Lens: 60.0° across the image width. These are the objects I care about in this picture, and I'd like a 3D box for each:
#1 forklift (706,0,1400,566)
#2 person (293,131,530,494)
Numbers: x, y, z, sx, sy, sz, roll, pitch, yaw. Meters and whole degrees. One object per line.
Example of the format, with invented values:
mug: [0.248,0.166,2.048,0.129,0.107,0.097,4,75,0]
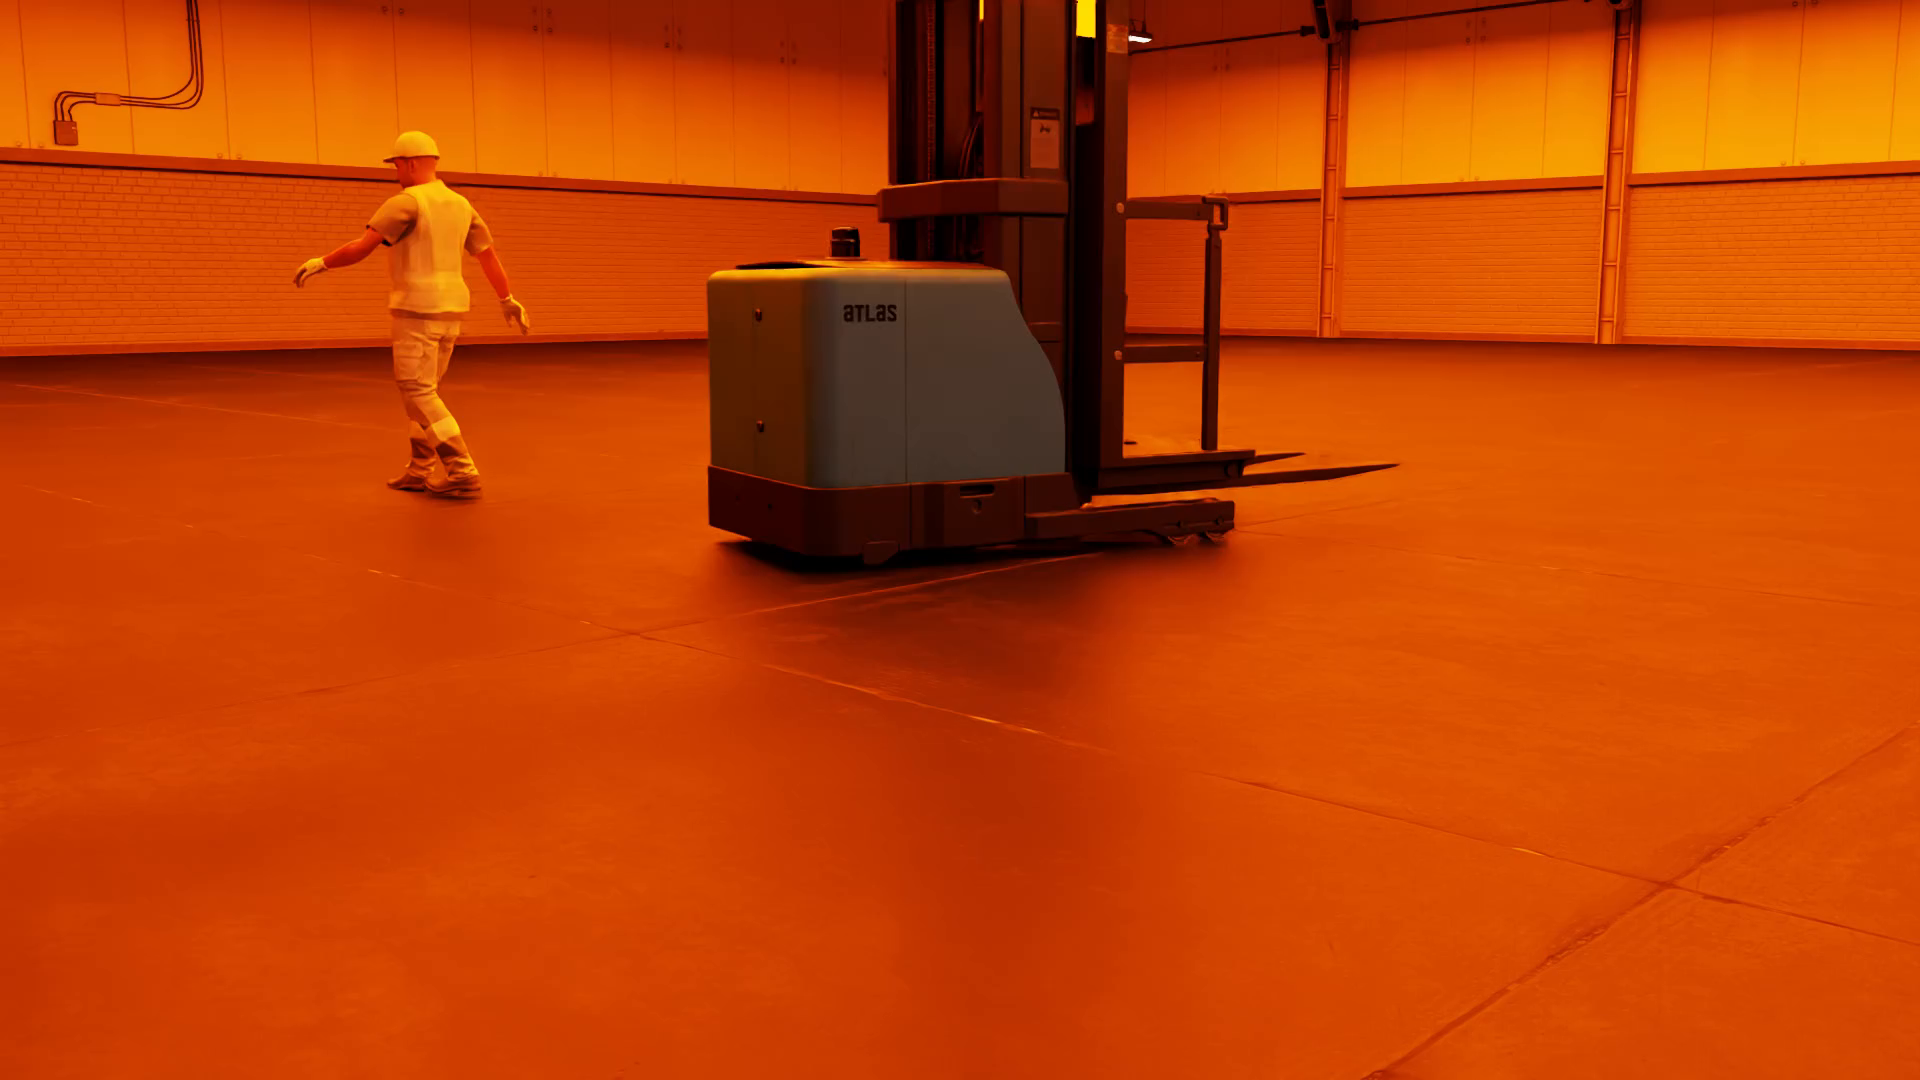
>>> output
forklift: [0.520,-1.497,6.814,3.031,2.935,1.130,-5,10,-31]
person: [-2.636,-1.103,8.177,0.762,1.762,0.996,4,9,24]
